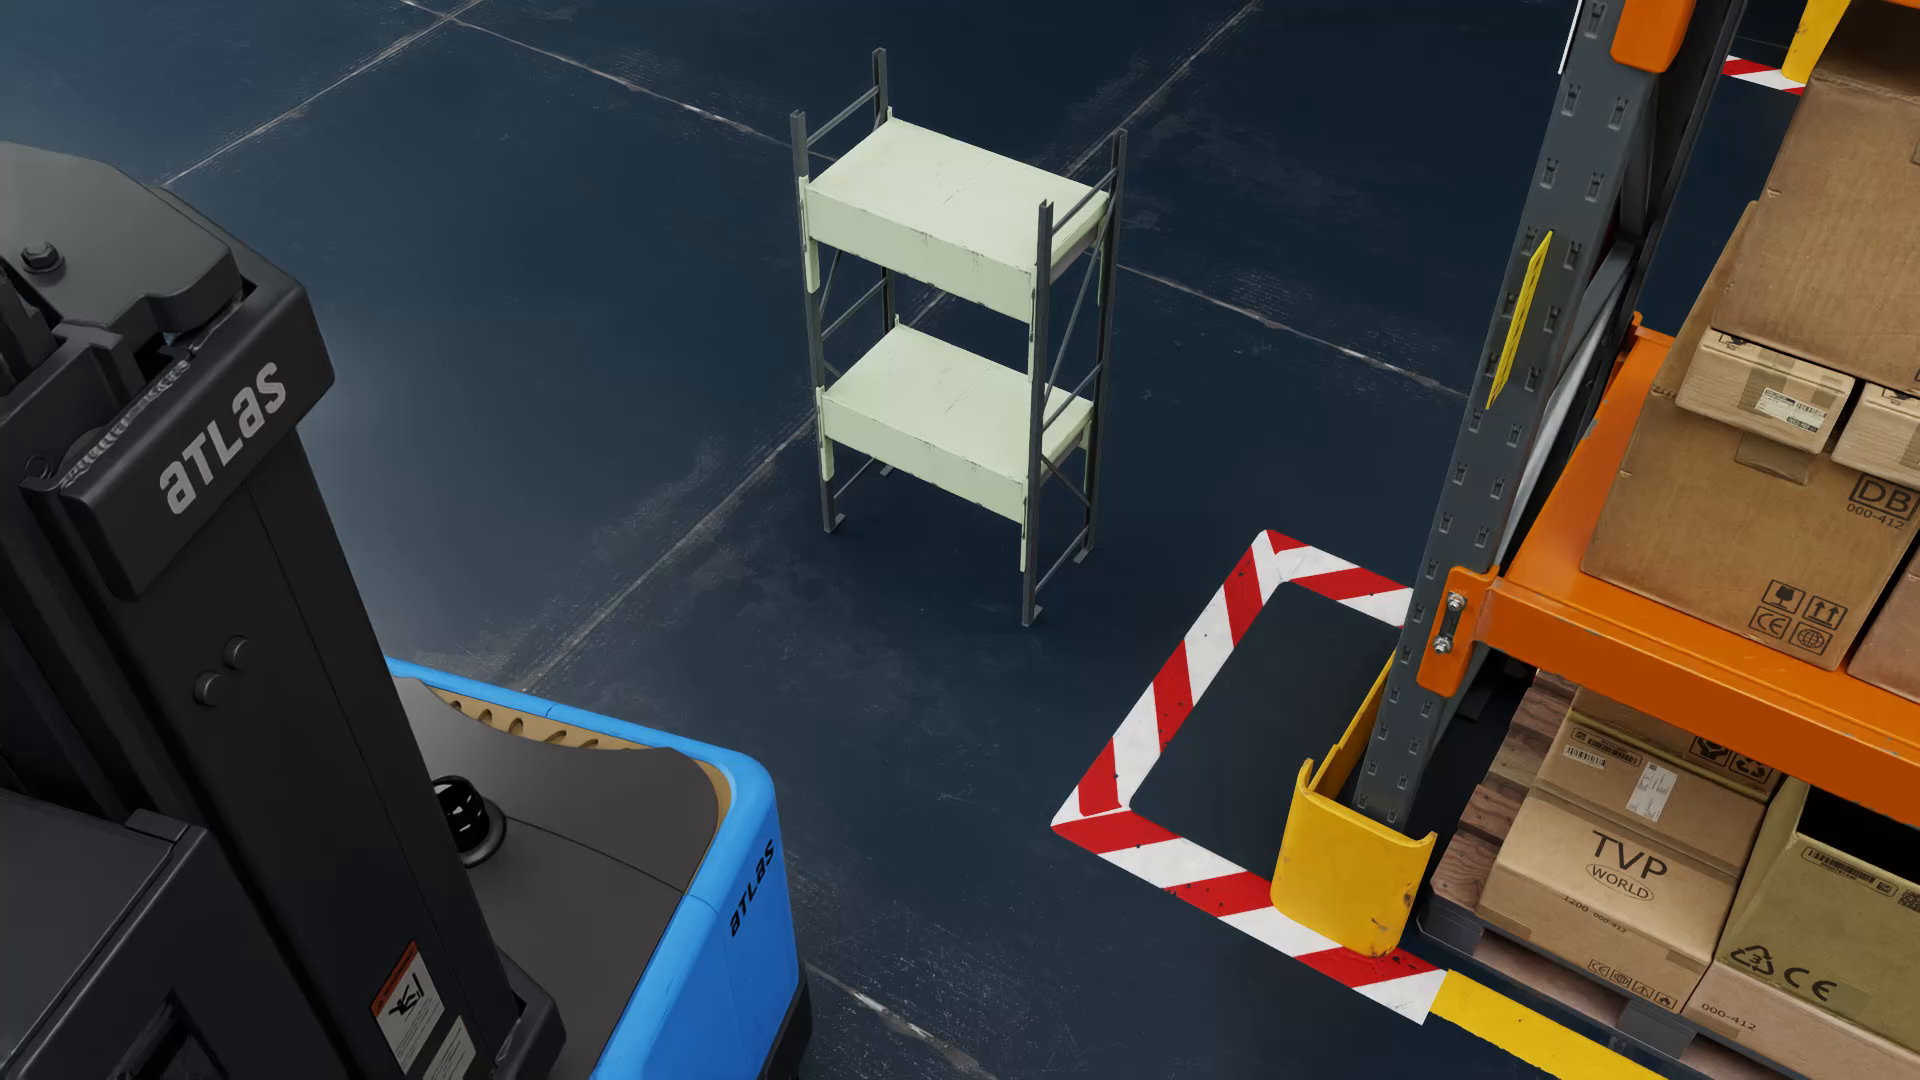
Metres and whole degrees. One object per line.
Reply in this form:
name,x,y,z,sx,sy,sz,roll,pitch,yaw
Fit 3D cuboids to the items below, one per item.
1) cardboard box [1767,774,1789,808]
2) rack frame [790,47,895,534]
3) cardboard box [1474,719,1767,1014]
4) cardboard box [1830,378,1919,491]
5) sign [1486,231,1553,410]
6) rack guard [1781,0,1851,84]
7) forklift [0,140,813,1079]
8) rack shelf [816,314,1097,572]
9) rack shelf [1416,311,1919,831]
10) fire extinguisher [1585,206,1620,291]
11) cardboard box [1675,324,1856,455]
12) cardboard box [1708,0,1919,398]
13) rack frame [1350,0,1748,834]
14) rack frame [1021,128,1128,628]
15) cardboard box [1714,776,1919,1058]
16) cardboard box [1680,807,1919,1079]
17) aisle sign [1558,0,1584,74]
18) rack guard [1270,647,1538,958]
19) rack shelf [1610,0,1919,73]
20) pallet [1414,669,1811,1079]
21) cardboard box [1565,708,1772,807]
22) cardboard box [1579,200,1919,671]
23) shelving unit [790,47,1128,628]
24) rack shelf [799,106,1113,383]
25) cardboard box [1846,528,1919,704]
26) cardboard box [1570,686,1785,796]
cardboard box,2.304,0.651,4.151,0.500,0.250,0.500,25,51,22
rack frame,-0.314,-0.667,4.852,0.023,1.500,0.400,25,51,22
cardboard box,1.597,0.777,4.028,0.500,0.250,0.500,25,51,22
cardboard box,1.703,-0.255,2.884,0.250,0.149,0.380,23,50,21
sign,0.961,-0.373,2.862,0.005,0.325,0.100,25,51,22
rack guard,4.001,-2.468,7.300,0.348,0.500,1.175,25,51,22
forklift,-1.297,1.068,2.168,1.130,2.935,3.031,13,47,13
rack shelf,-0.006,-0.298,4.948,0.720,0.370,0.431,25,51,22
rack shelf,2.949,0.648,3.030,4.000,0.370,1.077,25,51,22
fire extinguisher,1.417,-0.676,3.869,0.183,0.674,0.296,25,51,22
cardboard box,1.480,-0.356,2.982,0.250,0.149,0.380,24,51,22
cardboard box,1.696,-0.655,2.821,0.500,0.500,0.700,25,51,22
rack frame,1.266,-0.377,3.525,0.127,3.000,1.000,25,51,22
rack frame,0.302,-0.384,4.577,0.023,1.500,0.400,25,51,22
cardboard box,2.019,0.708,3.572,0.500,0.500,0.500,25,51,22
cardboard box,2.020,0.968,3.842,0.500,0.250,0.500,25,51,22
aisle sign,1.045,-1.123,2.437,0.004,0.787,0.394,25,51,22
rack guard,1.245,0.485,4.430,0.348,0.500,1.175,25,51,22
rack shelf,2.949,-0.397,1.954,4.000,0.370,1.077,25,51,22
pallet,1.932,0.866,4.262,1.213,0.211,1.003,25,51,22
cardboard box,1.877,0.464,4.332,0.500,0.250,0.500,25,51,22
cardboard box,1.652,-0.223,3.306,0.500,0.500,0.700,25,51,22
shelving unit,-0.006,-0.525,4.715,0.755,1.500,0.431,25,51,22
rack shelf,-0.006,-0.797,4.435,0.720,0.370,0.431,25,51,22
cardboard box,2.096,-0.023,3.111,0.500,0.500,0.700,26,51,23
cardboard box,1.878,0.202,4.064,0.500,0.500,0.500,25,51,22
